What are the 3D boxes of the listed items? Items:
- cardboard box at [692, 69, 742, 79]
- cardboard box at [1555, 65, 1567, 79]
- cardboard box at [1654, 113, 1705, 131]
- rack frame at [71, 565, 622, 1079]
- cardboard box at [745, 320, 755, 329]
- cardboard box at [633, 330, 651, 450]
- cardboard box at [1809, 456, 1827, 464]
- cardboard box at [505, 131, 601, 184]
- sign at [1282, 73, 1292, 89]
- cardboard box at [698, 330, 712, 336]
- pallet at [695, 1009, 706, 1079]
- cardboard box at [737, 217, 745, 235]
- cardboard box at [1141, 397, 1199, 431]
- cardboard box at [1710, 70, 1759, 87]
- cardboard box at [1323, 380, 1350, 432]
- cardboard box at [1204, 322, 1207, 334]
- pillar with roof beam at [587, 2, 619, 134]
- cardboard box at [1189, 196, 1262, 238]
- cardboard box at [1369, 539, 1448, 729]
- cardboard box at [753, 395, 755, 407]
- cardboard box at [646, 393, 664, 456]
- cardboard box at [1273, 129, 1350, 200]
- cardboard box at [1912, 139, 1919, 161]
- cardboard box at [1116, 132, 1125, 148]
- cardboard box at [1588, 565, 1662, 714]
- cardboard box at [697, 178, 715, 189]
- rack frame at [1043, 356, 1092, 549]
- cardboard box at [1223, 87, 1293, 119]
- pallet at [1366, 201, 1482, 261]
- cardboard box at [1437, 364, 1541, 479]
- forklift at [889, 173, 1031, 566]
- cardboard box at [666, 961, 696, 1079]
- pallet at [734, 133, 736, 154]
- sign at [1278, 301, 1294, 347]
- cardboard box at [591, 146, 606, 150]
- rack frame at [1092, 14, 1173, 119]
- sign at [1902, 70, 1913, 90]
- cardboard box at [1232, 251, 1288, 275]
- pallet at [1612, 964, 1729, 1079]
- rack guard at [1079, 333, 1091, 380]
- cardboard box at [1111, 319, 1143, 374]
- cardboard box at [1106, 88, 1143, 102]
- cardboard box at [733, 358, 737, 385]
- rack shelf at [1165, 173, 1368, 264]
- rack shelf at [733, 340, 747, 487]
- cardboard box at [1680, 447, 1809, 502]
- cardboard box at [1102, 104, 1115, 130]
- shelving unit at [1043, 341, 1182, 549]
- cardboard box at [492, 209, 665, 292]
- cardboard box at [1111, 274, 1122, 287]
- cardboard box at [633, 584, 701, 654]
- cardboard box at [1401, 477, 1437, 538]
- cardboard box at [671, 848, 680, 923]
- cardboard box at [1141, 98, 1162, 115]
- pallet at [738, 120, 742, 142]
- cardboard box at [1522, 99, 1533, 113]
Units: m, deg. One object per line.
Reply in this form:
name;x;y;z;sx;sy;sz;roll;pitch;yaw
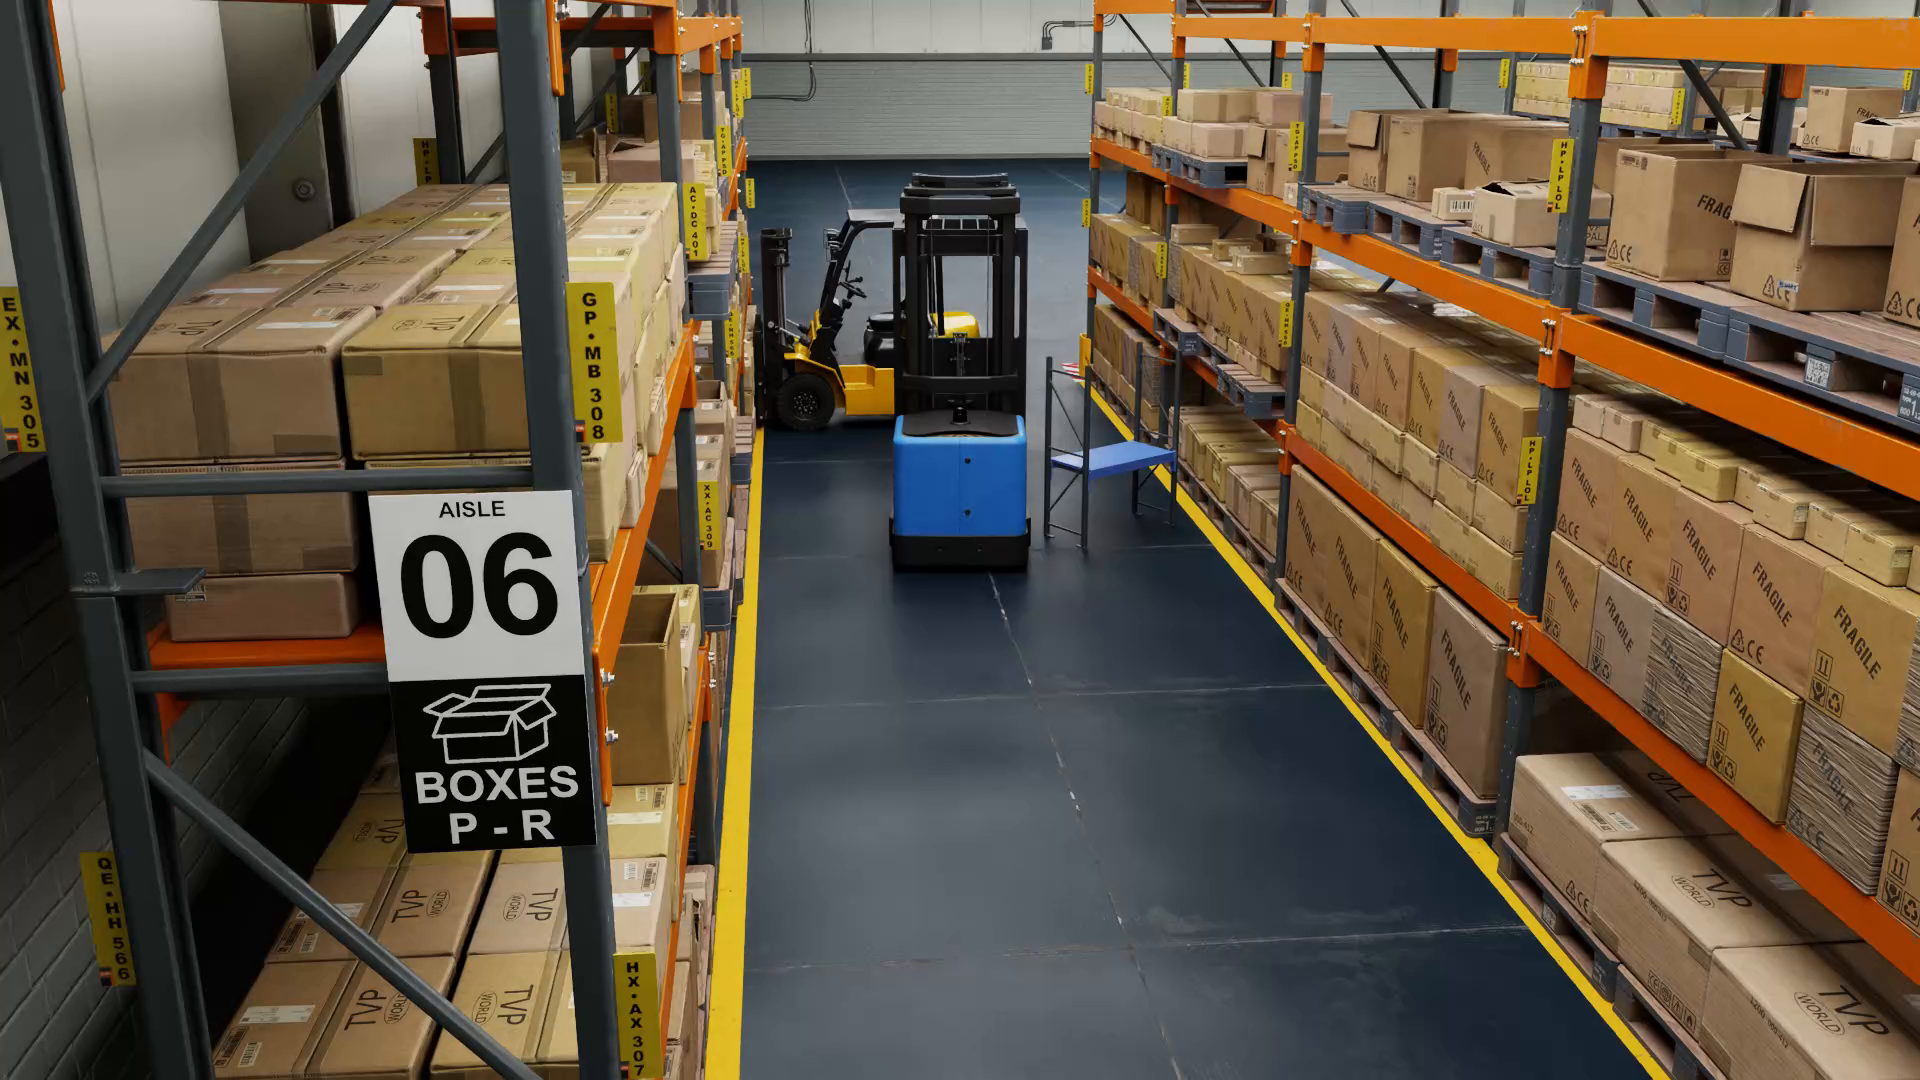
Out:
cardboard box;-2.635;-4.857;18.098;0.500;0.500;0.500;-1;17;-4
cardboard box;6.748;-5.120;18.189;0.380;0.149;0.250;-2;18;-7
cardboard box;6.983;-4.058;16.140;0.380;0.149;0.250;-2;18;-6
rack frame;-1.273;1.512;3.852;1.000;3.000;0.127;-2;18;-6
cardboard box;-2.445;-2.191;17.867;0.500;0.250;0.500;-2;17;-5
cardboard box;-1.160;-0.433;4.796;0.500;0.250;0.500;-2;18;-7
cardboard box;3.640;-0.281;6.646;0.380;0.149;0.250;-2;18;-6
cardboard box;-1.786;-1.667;7.336;0.396;0.266;0.258;-2;18;-6
sign;2.978;-4.101;15.204;0.100;0.325;0.005;-2;18;-6
cardboard box;-1.867;-1.412;11.917;0.380;0.149;0.250;-1;17;-4
pallet;-1.487;2.220;6.254;1.003;0.211;1.213;-2;18;-6
cardboard box;-2.446;-3.276;17.359;0.380;0.149;0.250;-1;17;-5
cardboard box;2.098;-1.274;16.616;0.500;0.250;0.500;-1;17;-3
cardboard box;7.612;-4.535;16.327;0.380;0.149;0.250;-2;18;-6
cardboard box;2.697;-0.880;10.888;0.500;0.250;0.500;-1;17;-4
cardboard box;2.299;-1.815;14.169;0.380;0.149;0.250;-2;18;-5
pillar with roof beam;0.534;-6.015;17.812;9.100;9.000;0.400;-2;18;-6
cardboard box;2.596;-3.022;15.962;0.700;0.500;0.500;-2;18;-6
cardboard box;3.007;0.528;9.833;0.875;0.875;0.875;-1;17;-4
cardboard box;-2.368;-1.409;17.047;0.500;0.250;0.500;-1;17;-5
cardboard box;-1.136;-0.361;5.230;0.380;0.149;0.250;-2;18;-6
cardboard box;2.751;-2.787;12.372;0.700;0.500;0.500;-2;18;-6
cardboard box;7.471;-2.948;12.574;0.380;0.166;0.250;-2;18;-6
cardboard box;1.862;-4.227;17.544;0.380;0.149;0.250;-2;17;-5
cardboard box;3.087;0.416;7.176;0.500;0.500;0.500;-2;18;-5
cardboard box;-1.363;-1.637;7.932;0.380;0.149;0.250;-2;18;-7
rack frame;0.862;-0.703;13.414;0.032;1.500;0.500;-14;22;-37
cardboard box;2.612;-3.847;14.630;0.500;0.250;0.500;-1;17;-4
pallet;3.076;-1.843;9.848;1.003;0.211;1.213;-1;17;-3
cardboard box;2.894;-0.638;8.865;0.500;0.500;0.500;-1;17;-5
forklift;0.001;-1.586;13.835;1.130;2.935;3.031;0;17;0
cardboard box;-1.247;1.903;6.080;0.500;0.500;0.500;-1;17;-5
pallet;-2.625;-3.705;15.611;1.003;0.211;1.213;-2;18;-6
sign;2.300;-1.521;11.712;0.100;0.325;0.005;-2;18;-6
cardboard box;-2.312;-2.295;10.059;0.380;0.149;0.250;-2;18;-6
rack frame;2.013;-6.271;18.630;1.000;3.000;0.127;-2;18;-6
sign;11.331;-5.547;19.870;0.100;0.325;0.005;-2;18;-6
cardboard box;2.389;-2.204;13.241;0.380;0.149;0.250;-3;18;-8
pallet;3.381;2.090;6.668;1.003;0.211;1.213;-2;18;-6
rack guard;2.021;-2.194;19.830;1.175;0.500;0.348;-2;18;-6
cardboard box;1.926;-2.094;17.977;0.500;0.500;0.500;-1;17;-5
cardboard box;1.847;-4.989;18.640;0.380;0.149;0.250;-2;18;-6
cardboard box;-2.060;-1.397;13.370;0.500;0.250;0.500;-1;17;-4
rack shelf;2.632;-2.709;13.493;1.077;0.370;4.000;-2;18;-6
rack shelf;-2.305;-1.124;13.450;1.077;0.370;4.000;-2;18;-6
cardboard box;3.099;-0.259;6.576;0.380;0.149;0.250;-2;18;-7
cardboard box;1.843;-4.602;18.075;0.500;0.250;0.500;-2;18;-6
shelving unit;1.258;-0.799;13.718;1.048;1.500;0.538;-14;22;-37
cardboard box;-1.289;-0.974;5.684;0.500;0.250;0.500;-1;17;-5
cardboard box;1.870;-2.872;18.238;0.380;0.149;0.250;-1;17;-4
cardboard box;-1.391;0.394;7.167;0.500;0.250;0.500;-1;17;-4
cardboard box;2.870;-0.191;9.528;0.500;0.250;0.500;-2;18;-7
cardboard box;-1.118;1.140;5.456;0.380;0.149;0.250;-2;18;-7
cardboard box;1.978;-4.225;16.209;0.380;0.149;0.250;-1;17;-4
pallet;-2.876;-4.432;17.927;1.003;0.211;1.213;-2;18;-6
cardboard box;6.670;-4.964;19.023;0.380;0.149;0.250;-2;18;-5
